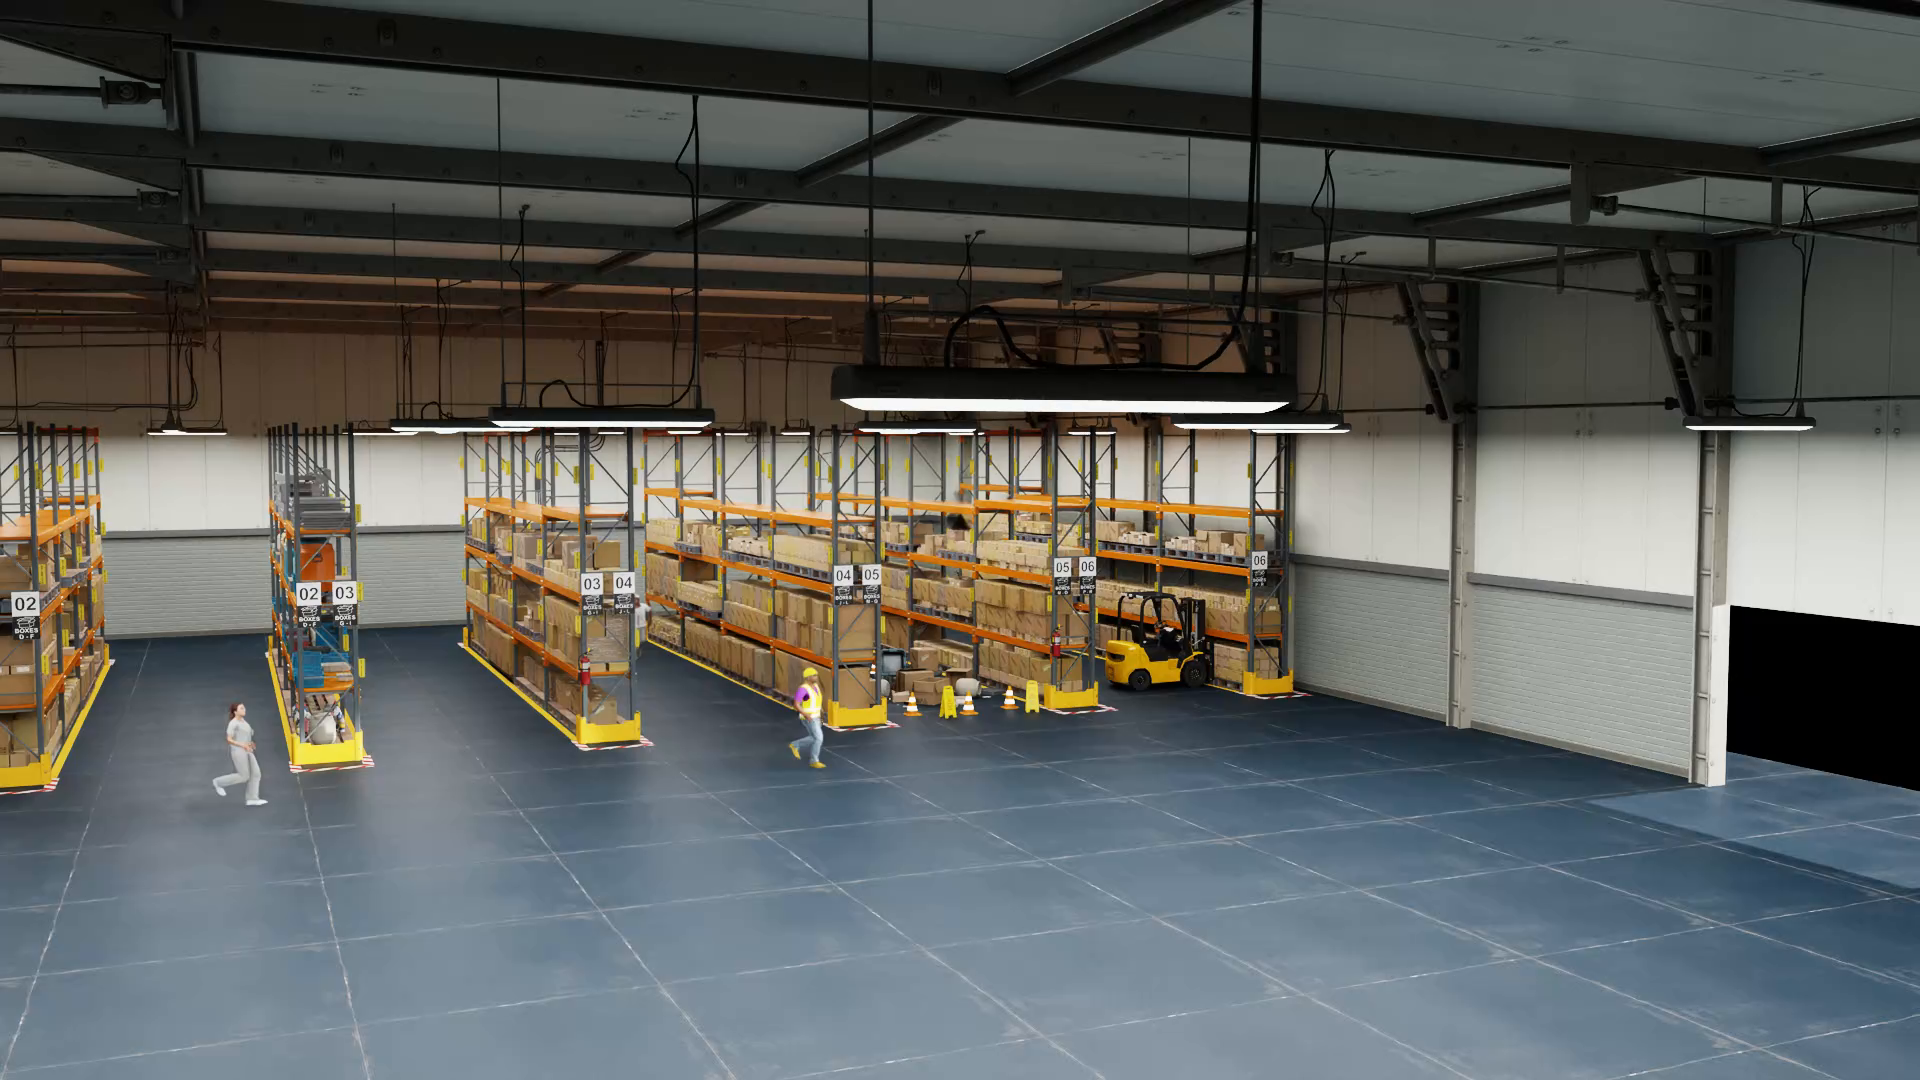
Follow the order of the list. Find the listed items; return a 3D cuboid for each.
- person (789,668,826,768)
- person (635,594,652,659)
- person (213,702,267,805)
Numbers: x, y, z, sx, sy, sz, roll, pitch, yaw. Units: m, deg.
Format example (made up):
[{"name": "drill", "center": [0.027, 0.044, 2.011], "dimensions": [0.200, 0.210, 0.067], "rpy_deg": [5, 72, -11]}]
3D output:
[{"name": "person", "center": [-2.671, 3.092, 29.020], "dimensions": [0.739, 1.733, 0.719], "rpy_deg": [1, 4, 19]}, {"name": "person", "center": [-8.271, 2.241, 42.800], "dimensions": [0.728, 1.714, 0.717], "rpy_deg": [-1, 4, -15]}, {"name": "person", "center": [-11.232, 3.328, 25.954], "dimensions": [0.806, 1.631, 0.581], "rpy_deg": [0, 3, 2]}]
